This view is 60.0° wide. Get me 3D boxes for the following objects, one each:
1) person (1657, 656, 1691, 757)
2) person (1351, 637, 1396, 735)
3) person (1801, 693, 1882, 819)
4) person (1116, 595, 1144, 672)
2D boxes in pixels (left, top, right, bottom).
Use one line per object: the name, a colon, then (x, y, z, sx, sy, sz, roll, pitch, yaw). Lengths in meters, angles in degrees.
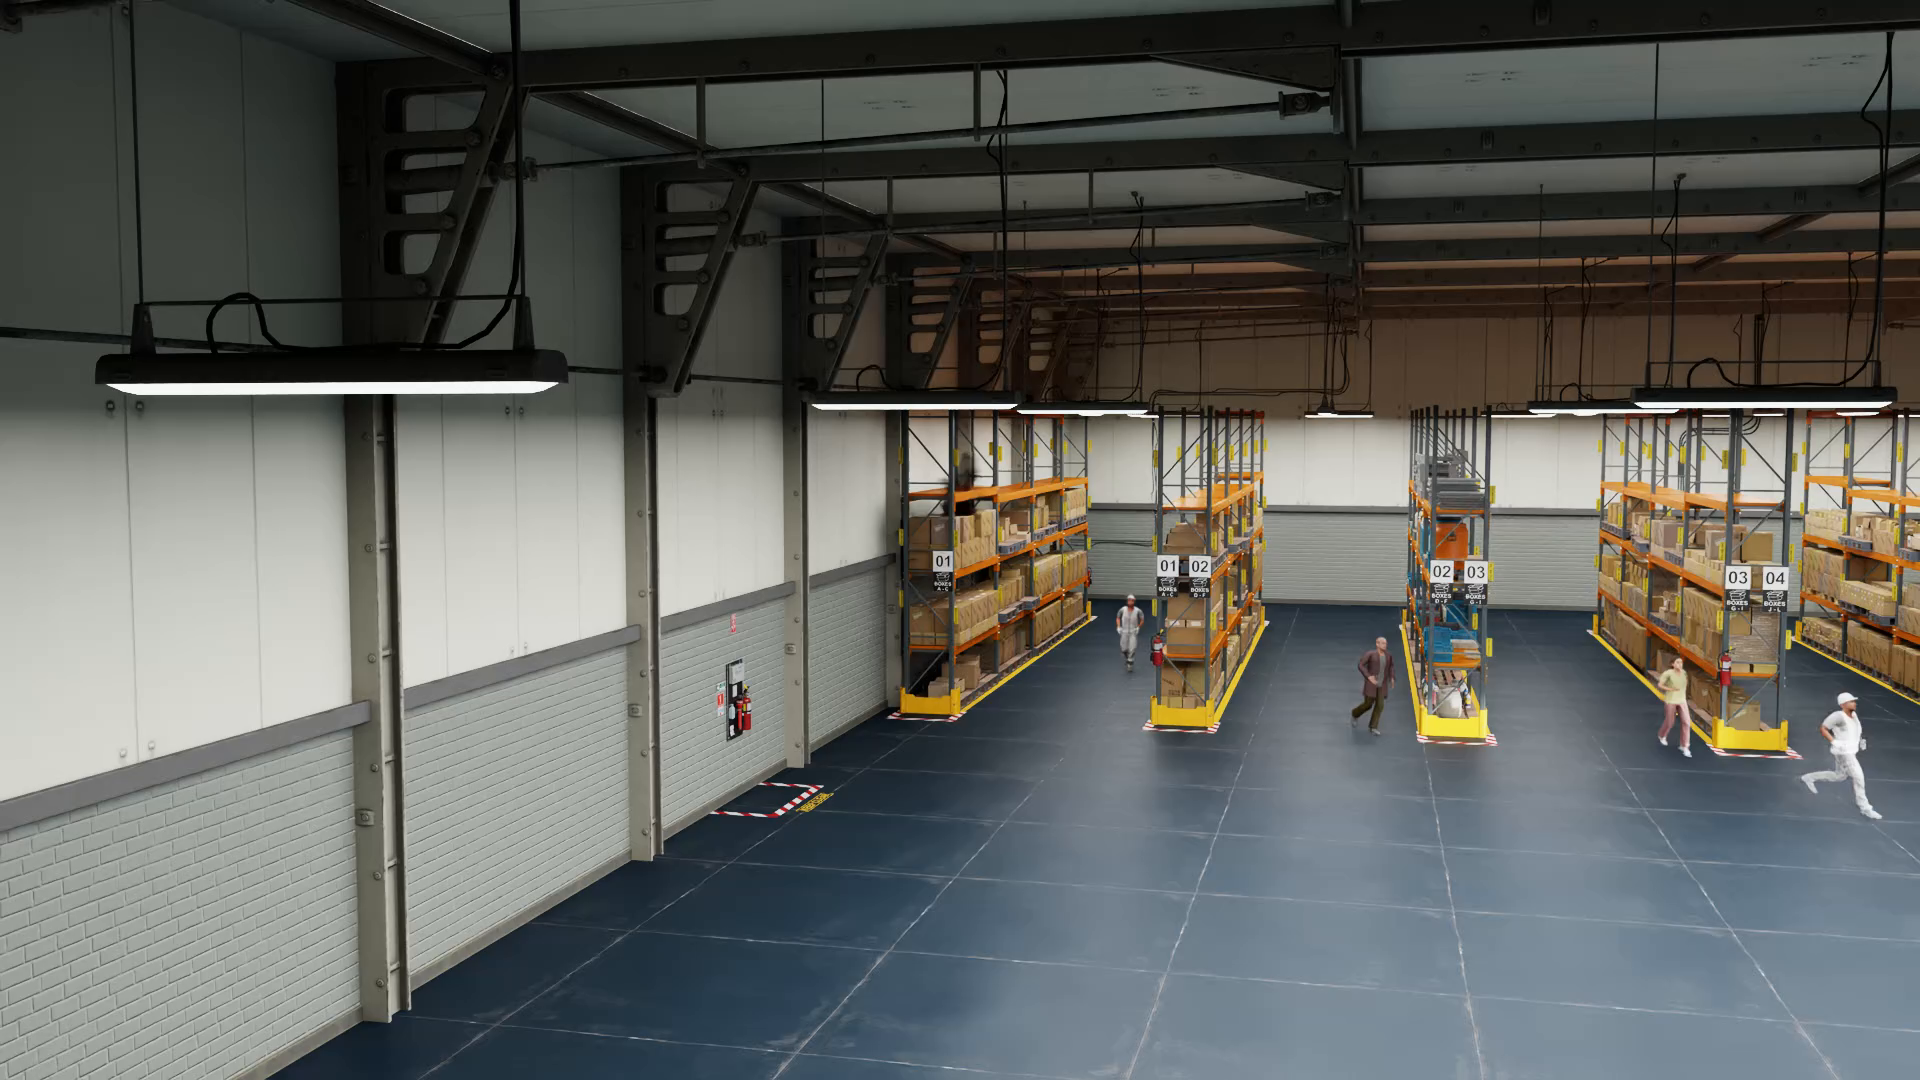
person: (12.352, 2.829, 28.774, 0.604, 1.686, 0.930, 0, 4, -3)
person: (7.684, 2.658, 30.617, 0.767, 1.744, 0.846, -1, 4, -16)
person: (12.926, 3.112, 24.347, 1.130, 1.771, 0.651, 4, 6, 42)
person: (3.879, 2.127, 37.991, 0.641, 1.746, 0.554, 1, 4, 12)
